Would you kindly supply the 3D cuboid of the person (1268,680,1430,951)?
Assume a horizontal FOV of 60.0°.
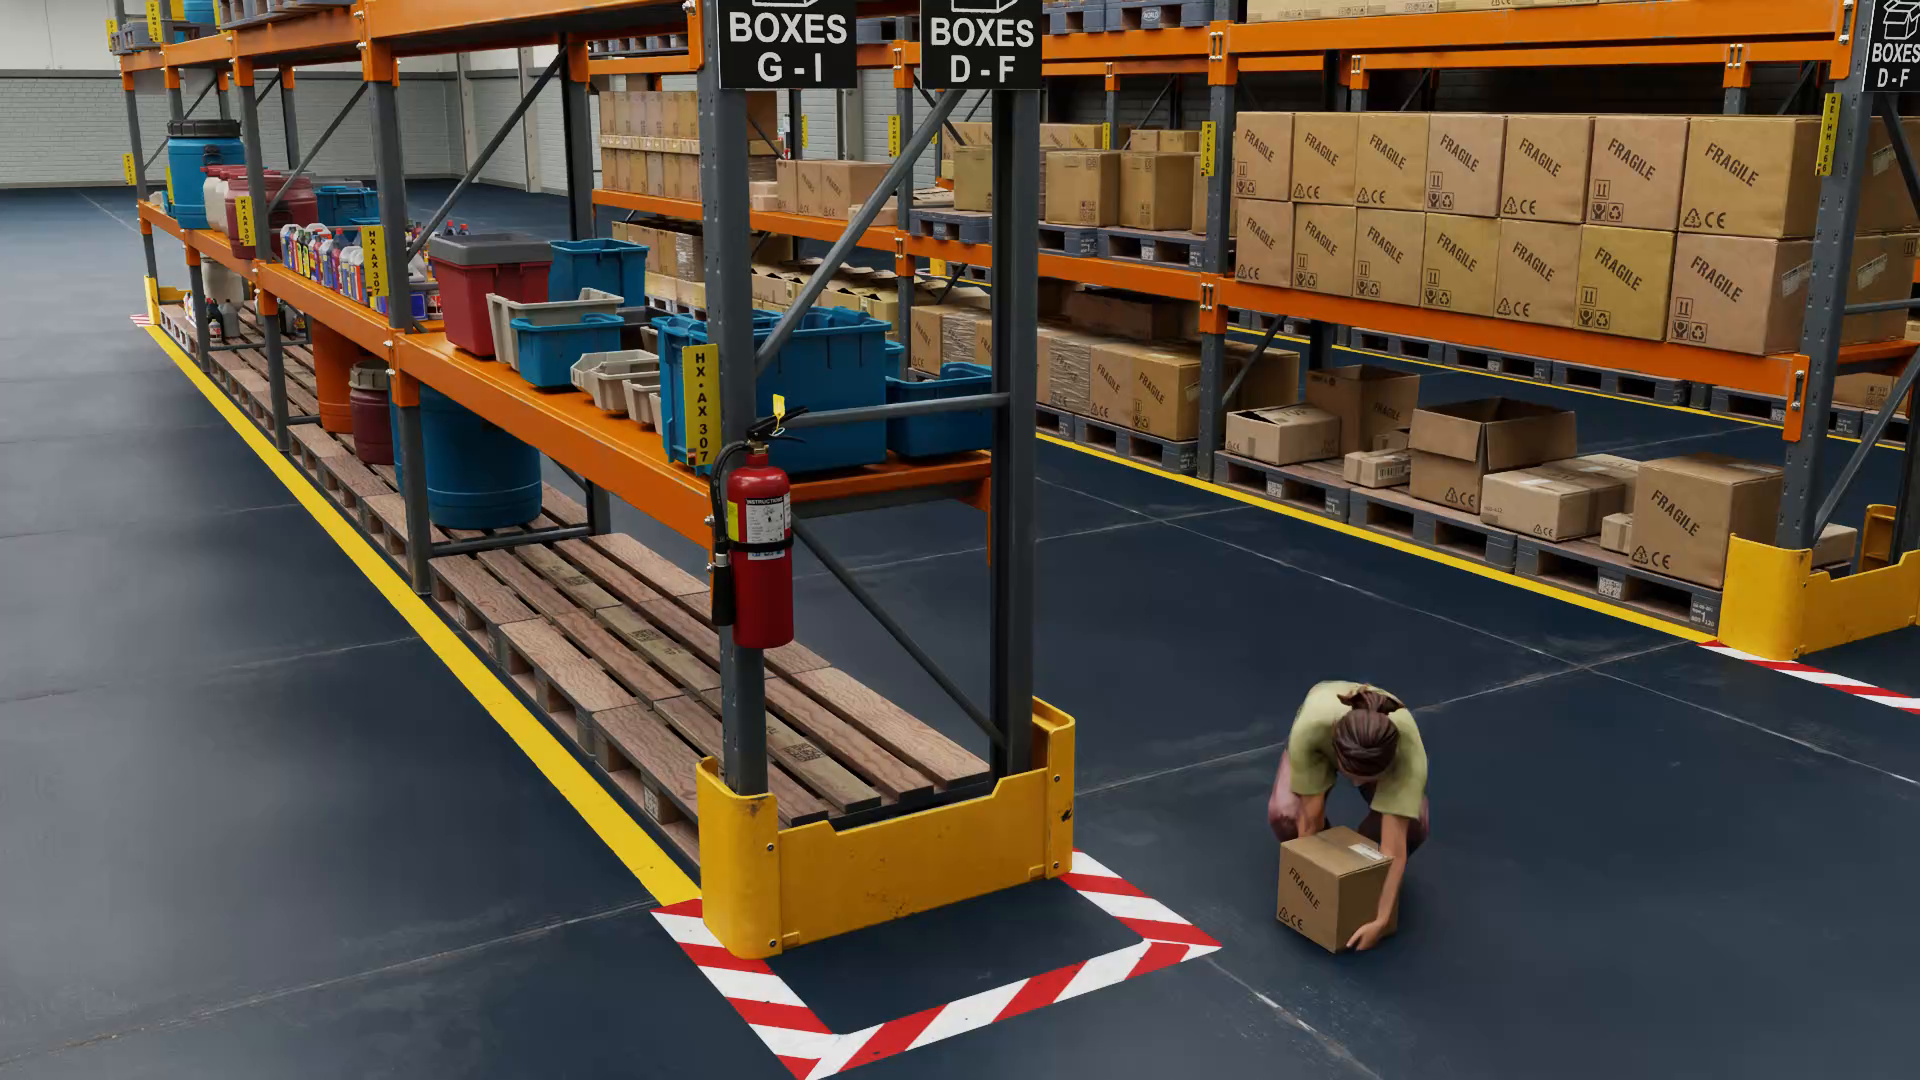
[{"bbox_3d":[1.192,0.766,5.089,0.476,0.805,0.832,4,15,13],"label":"person"}]
